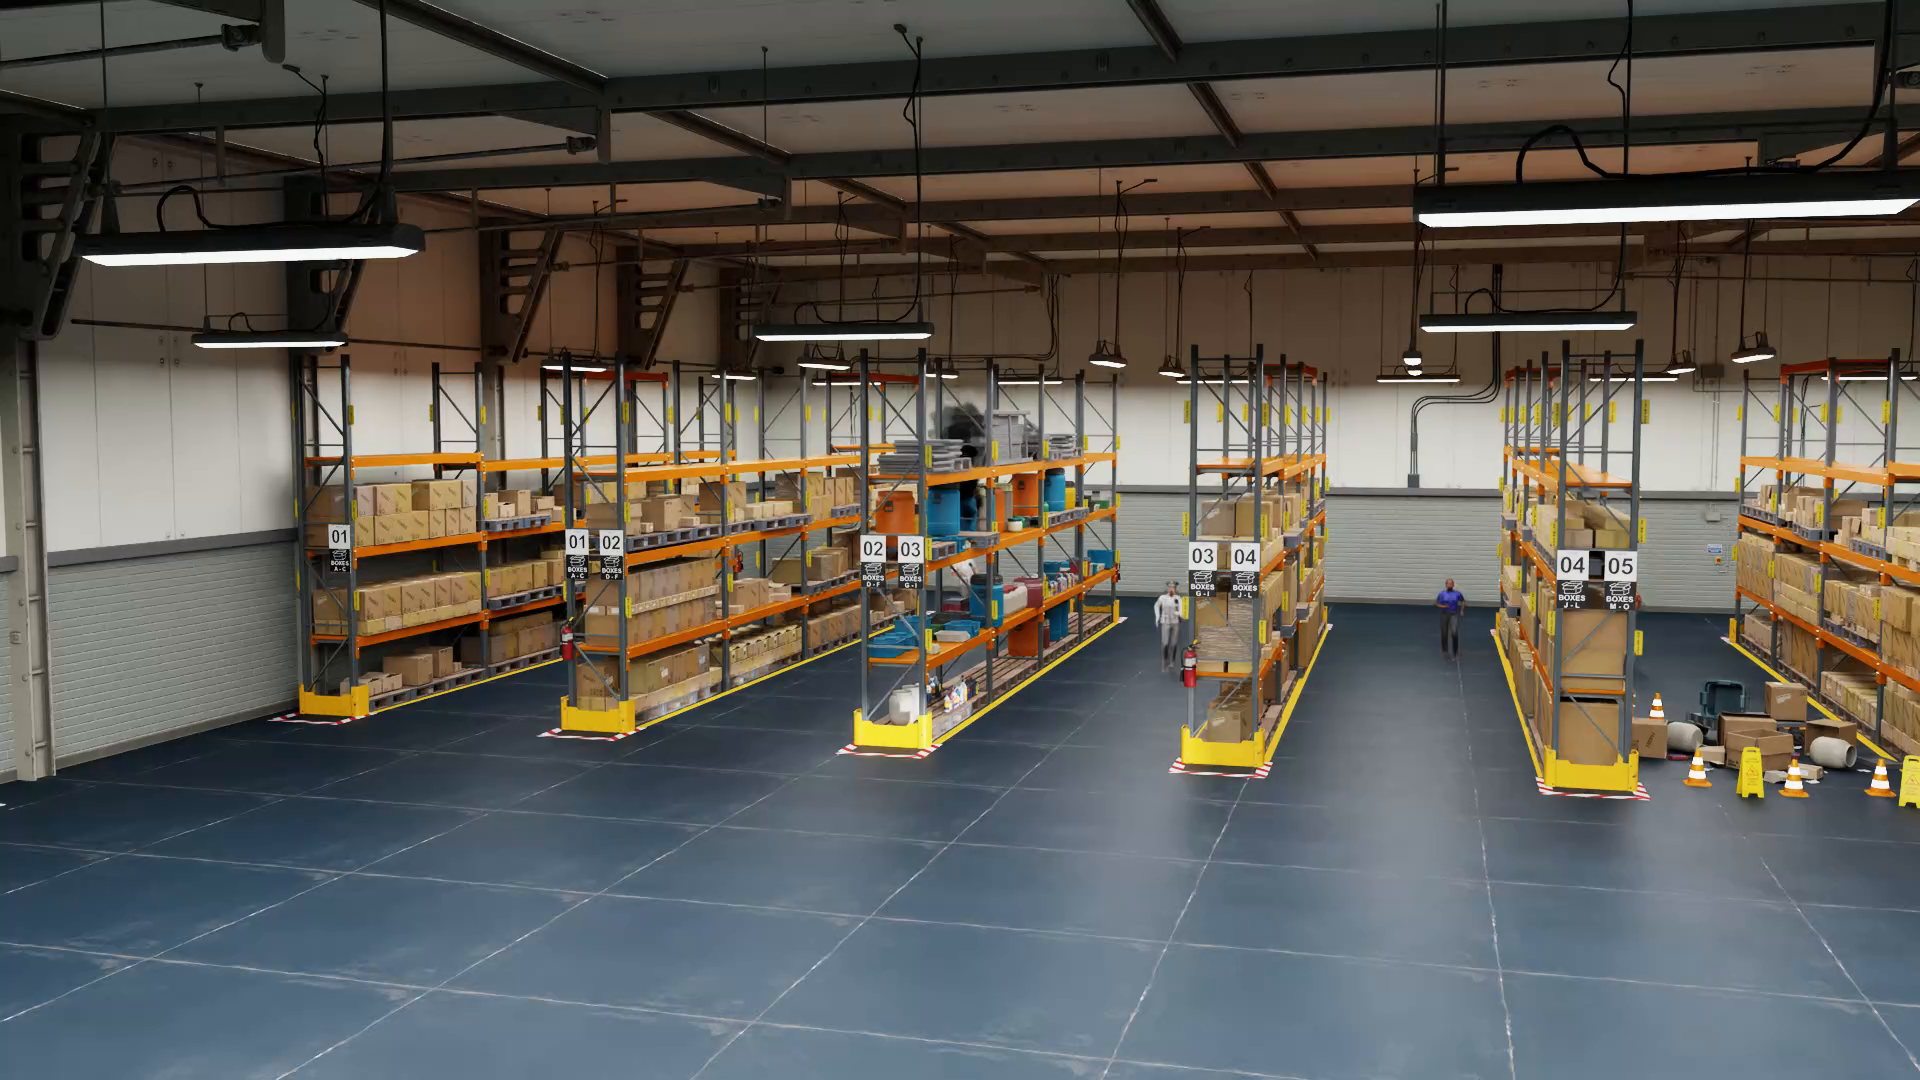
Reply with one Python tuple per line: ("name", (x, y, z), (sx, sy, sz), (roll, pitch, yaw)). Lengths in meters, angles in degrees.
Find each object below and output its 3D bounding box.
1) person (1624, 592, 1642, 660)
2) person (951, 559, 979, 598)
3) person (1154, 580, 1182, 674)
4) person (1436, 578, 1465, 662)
("person", (13.483, 1.621, 33.849), (0.641, 1.802, 0.721), (1, 4, 11))
("person", (0.123, 1.073, 40.902), (0.695, 1.754, 0.914), (0, 4, -6))
("person", (3.930, 1.626, 31.103), (0.580, 1.763, 0.686), (0, 4, 6))
("person", (10.011, 1.638, 33.972), (0.567, 1.709, 0.739), (1, 5, 18))
